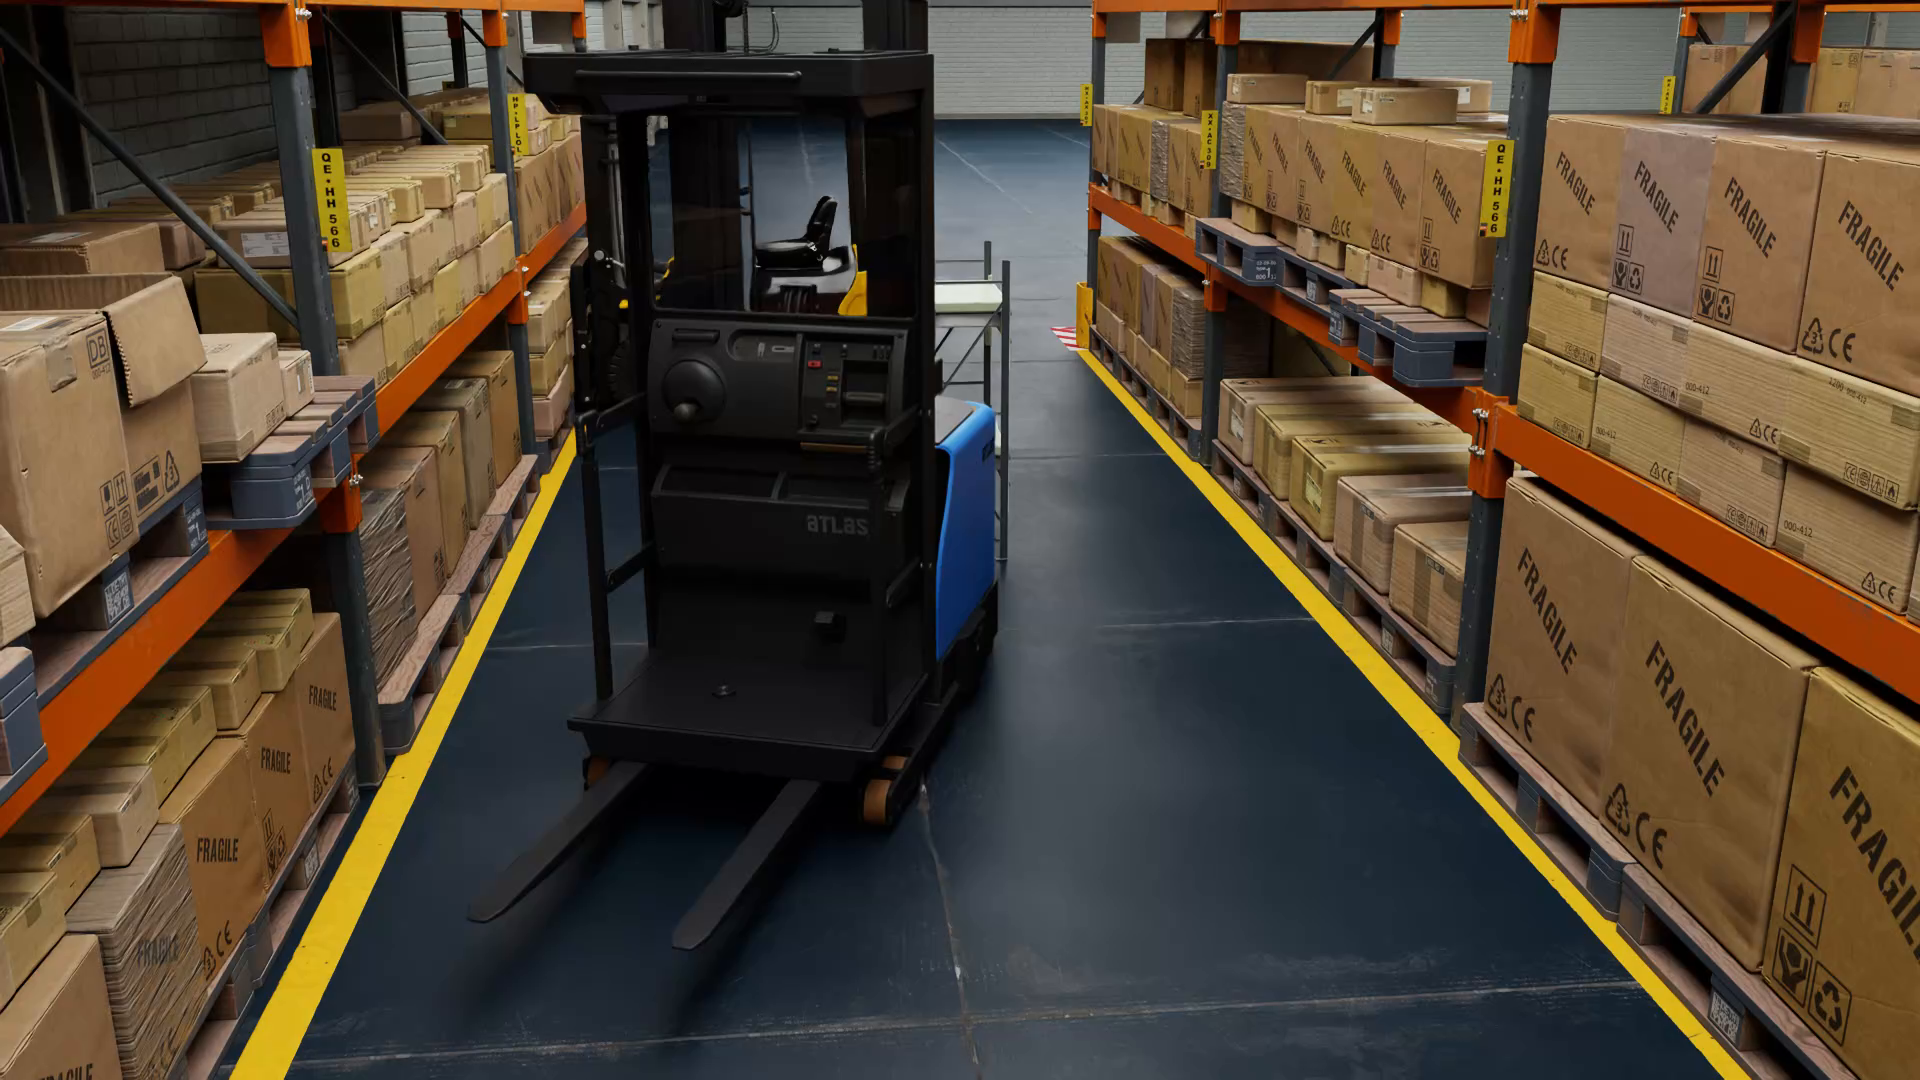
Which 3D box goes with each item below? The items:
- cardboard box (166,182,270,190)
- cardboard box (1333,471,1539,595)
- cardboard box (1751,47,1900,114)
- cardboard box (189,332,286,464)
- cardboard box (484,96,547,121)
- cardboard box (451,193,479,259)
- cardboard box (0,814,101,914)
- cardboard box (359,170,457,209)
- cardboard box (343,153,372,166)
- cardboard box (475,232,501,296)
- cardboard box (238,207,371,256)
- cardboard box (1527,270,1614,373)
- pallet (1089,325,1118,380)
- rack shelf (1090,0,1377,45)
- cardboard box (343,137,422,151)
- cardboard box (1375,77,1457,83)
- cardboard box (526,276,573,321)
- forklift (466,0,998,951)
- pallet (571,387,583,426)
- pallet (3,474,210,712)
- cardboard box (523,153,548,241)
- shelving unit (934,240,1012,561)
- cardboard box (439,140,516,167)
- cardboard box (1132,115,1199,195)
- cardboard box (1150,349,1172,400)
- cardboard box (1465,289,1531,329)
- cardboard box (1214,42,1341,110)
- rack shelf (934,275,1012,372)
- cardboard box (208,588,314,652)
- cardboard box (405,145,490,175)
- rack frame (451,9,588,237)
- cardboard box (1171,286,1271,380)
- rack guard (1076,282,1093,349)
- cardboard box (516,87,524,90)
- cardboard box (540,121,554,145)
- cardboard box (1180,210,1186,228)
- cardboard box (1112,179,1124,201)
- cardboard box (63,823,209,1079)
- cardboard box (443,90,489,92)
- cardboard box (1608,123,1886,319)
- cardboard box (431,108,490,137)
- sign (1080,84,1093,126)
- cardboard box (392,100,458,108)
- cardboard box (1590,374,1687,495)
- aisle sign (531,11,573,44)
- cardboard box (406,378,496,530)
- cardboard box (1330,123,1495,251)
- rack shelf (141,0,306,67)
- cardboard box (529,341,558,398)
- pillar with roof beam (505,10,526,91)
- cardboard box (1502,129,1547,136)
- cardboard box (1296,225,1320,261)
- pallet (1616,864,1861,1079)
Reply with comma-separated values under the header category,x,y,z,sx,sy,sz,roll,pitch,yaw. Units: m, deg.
category,x,y,z,sx,sy,sz,roll,pitch,yaw
cardboard box,-3.047,-1.378,6.809,0.380,0.149,0.250,-2,18,-7
cardboard box,2.249,-0.043,7.492,0.950,0.372,0.625,-2,18,-7
cardboard box,6.540,-3.418,12.502,0.875,0.550,0.550,-2,18,-6
cardboard box,-2.125,-0.378,4.423,0.500,0.250,0.500,-3,18,-8
cardboard box,-2.970,-2.879,11.094,0.380,0.149,0.250,-2,17,-5
cardboard box,-2.556,-1.468,7.762,0.500,0.250,0.500,-1,17,-5
cardboard box,-2.169,0.739,3.704,0.380,0.149,0.250,-2,18,-5
cardboard box,-2.446,-1.551,7.361,0.380,0.149,0.250,-2,18,-7
cardboard box,-3.145,-1.835,8.265,0.380,0.149,0.250,-2,18,-6
cardboard box,-2.598,-1.382,8.322,0.500,0.250,0.500,-2,18,-6
cardboard box,-2.324,-1.094,5.905,0.380,0.149,0.250,-1,17,-4
cardboard box,2.188,-0.716,5.367,0.500,0.250,0.500,-2,18,-6
pallet,1.613,-1.495,13.088,1.003,0.211,1.213,-2,18,-6
rack shelf,1.763,-3.584,11.277,1.077,0.370,4.000,-2,18,-6
cardboard box,-3.257,-2.190,9.397,0.380,0.149,0.250,-2,18,-6
cardboard box,2.325,-2.264,8.433,0.380,0.149,0.250,-2,18,-7
cardboard box,-2.811,-1.565,10.875,0.500,0.250,0.500,-1,17,-4
forklift,-0.684,-0.555,5.552,1.130,2.935,3.031,4,18,13
pallet,-3.137,-1.018,11.566,1.003,0.211,1.213,-2,18,-6
pallet,-2.350,0.117,3.617,1.003,0.211,1.213,-2,18,-6
cardboard box,-2.824,-2.088,10.153,0.500,0.500,0.500,-1,17,-5
shelving unit,-0.001,-0.718,8.459,0.431,1.500,0.755,-2,18,-6
cardboard box,-2.739,-2.206,9.445,0.380,0.149,0.250,-2,18,-7
cardboard box,1.500,-2.674,11.524,0.500,0.500,0.500,-2,18,-7
cardboard box,1.576,-1.115,11.109,0.500,0.250,0.500,-2,18,-7
cardboard box,2.114,-0.879,6.188,0.380,0.149,0.250,-1,17,-4
cardboard box,2.083,-3.008,10.917,0.700,0.500,0.500,-2,18,-7
rack shelf,-0.001,-1.090,8.342,0.431,0.370,0.720,-2,18,-6
cardboard box,-2.252,0.268,5.203,0.380,0.149,0.250,-3,18,-8
cardboard box,-2.712,-2.008,8.814,0.380,0.149,0.250,-1,17,-4
rack frame,-3.380,-2.937,13.025,1.000,3.000,0.127,-2,18,-6
cardboard box,1.641,-1.314,10.493,0.500,0.500,0.500,-2,18,-6
rack guard,1.564,-1.876,13.819,1.175,0.500,0.348,-2,18,-6
cardboard box,-3.134,-3.336,12.549,0.380,0.149,0.250,-2,18,-5
cardboard box,-2.879,-2.667,10.914,0.380,0.149,0.250,-2,18,-7
cardboard box,1.639,-2.095,10.762,0.380,0.149,0.250,-2,18,-6
cardboard box,1.353,-2.631,12.468,0.380,0.149,0.250,-2,17,-5
cardboard box,-2.128,1.017,3.901,0.500,0.500,0.500,-2,18,-8
cardboard box,-3.524,-3.172,12.028,0.380,0.149,0.250,-1,17,-5
cardboard box,2.250,-0.931,4.798,0.500,0.500,0.500,-2,18,-5
cardboard box,-2.840,-2.423,9.642,0.380,0.149,0.250,-2,17,-5
sign,1.017,-3.488,13.334,0.100,0.325,0.005,-2,18,-6
cardboard box,-3.401,-2.713,10.564,0.380,0.149,0.250,-2,18,-6
cardboard box,2.252,-0.331,4.973,0.500,0.250,0.500,-2,18,-7
aisle sign,-3.095,-4.206,12.727,0.394,0.787,0.004,-2,18,-6
cardboard box,-2.831,-0.426,8.290,0.875,0.625,0.625,-2,18,-6
cardboard box,1.941,-1.529,7.175,0.500,0.500,0.500,-3,18,-9
rack shelf,-2.349,-1.046,3.193,1.077,0.370,4.000,-2,18,-6
cardboard box,-2.711,-1.026,9.992,0.500,0.250,0.500,-2,18,-6
pillar with roof beam,-0.542,-7.485,17.494,9.100,9.000,0.400,-2,18,-6
cardboard box,2.505,-1.394,6.746,0.500,0.500,0.500,-1,17,-3
cardboard box,1.818,-1.417,7.900,0.380,0.149,0.250,-1,17,-4
pallet,2.511,1.222,4.432,1.003,0.211,1.213,-2,18,-6
